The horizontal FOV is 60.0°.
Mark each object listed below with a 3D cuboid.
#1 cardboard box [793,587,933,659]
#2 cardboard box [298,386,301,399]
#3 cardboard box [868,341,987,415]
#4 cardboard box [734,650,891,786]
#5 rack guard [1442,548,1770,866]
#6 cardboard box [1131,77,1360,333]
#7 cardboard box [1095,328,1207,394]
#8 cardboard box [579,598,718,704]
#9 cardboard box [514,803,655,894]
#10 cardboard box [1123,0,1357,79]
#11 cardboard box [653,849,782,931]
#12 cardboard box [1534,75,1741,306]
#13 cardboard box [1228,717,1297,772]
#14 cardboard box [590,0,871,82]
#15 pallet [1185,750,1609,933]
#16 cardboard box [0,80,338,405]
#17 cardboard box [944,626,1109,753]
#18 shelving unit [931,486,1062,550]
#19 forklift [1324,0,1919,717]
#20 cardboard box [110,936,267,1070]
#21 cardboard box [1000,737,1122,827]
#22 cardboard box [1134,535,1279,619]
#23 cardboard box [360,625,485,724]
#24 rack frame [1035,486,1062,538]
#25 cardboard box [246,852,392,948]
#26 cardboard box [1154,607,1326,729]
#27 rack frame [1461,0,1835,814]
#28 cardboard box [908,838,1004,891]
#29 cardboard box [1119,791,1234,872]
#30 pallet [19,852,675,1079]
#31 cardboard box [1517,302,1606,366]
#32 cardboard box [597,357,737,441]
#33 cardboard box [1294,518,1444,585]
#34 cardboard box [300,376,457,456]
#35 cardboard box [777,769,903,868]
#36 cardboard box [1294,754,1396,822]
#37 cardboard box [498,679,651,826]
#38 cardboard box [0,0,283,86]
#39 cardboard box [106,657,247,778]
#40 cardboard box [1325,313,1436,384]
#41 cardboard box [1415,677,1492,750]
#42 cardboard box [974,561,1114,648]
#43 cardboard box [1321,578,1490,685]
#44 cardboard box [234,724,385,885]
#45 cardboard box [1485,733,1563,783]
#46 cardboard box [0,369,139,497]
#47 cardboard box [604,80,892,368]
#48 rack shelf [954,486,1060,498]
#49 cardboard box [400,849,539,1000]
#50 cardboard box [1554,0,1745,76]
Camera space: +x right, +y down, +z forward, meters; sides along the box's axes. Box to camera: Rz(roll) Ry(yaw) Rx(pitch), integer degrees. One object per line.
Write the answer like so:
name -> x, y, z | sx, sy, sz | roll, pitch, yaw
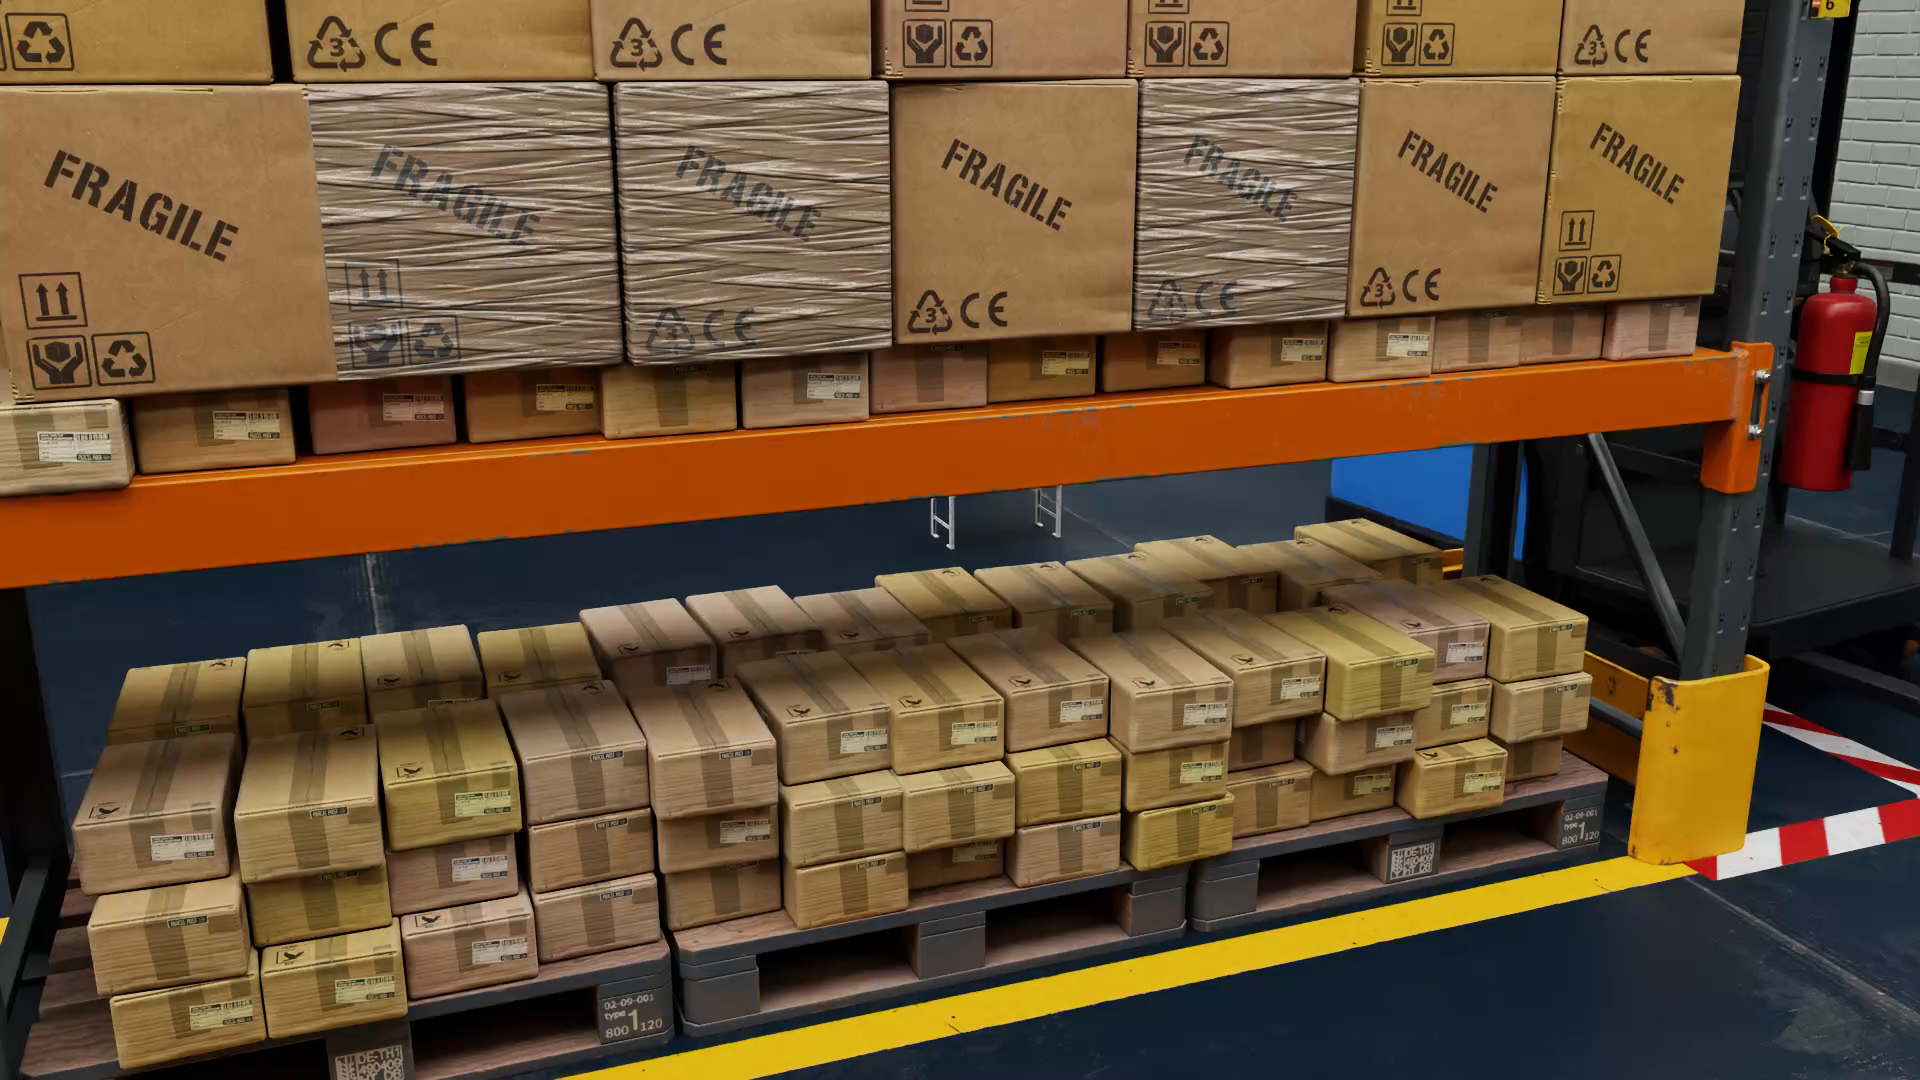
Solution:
cardboard box -> -0.248, 0.254, 4.167 | 0.250, 0.149, 0.380 | -6, 17, -20
cardboard box -> -1.565, -0.400, 3.582 | 0.250, 0.149, 0.380 | -7, 18, -22
cardboard box -> -0.122, -0.382, 3.521 | 0.250, 0.149, 0.380 | -5, 17, -18
cardboard box -> -0.330, 0.389, 3.708 | 0.250, 0.149, 0.380 | -7, 18, -22
rack guard -> 1.714, 0.429, 4.752 | 0.348, 0.500, 1.175 | -6, 17, -20
cardboard box -> 0.505, -0.752, 3.630 | 0.500, 0.500, 0.500 | -6, 17, -20
cardboard box -> 0.348, -0.444, 3.732 | 0.250, 0.149, 0.380 | -7, 18, -22
cardboard box -> -0.766, 0.281, 4.076 | 0.250, 0.149, 0.380 | -7, 18, -23
cardboard box -> -0.825, 0.586, 3.564 | 0.250, 0.149, 0.380 | -7, 18, -23
cardboard box -> 0.492, -1.231, 3.488 | 0.500, 0.500, 0.500 | -5, 17, -17
cardboard box -> -0.575, 0.698, 3.711 | 0.250, 0.149, 0.380 | -7, 18, -22
cardboard box -> 1.458, -0.856, 3.985 | 0.500, 0.500, 0.500 | -6, 17, -19
cardboard box -> 0.622, 0.426, 4.109 | 0.250, 0.149, 0.380 | -6, 18, -21
cardboard box -> -0.481, -1.126, 3.129 | 0.500, 0.500, 0.500 | -6, 17, -19
pallet -> 0.943, 0.640, 4.545 | 1.213, 0.211, 1.003 | -6, 17, -20
cardboard box -> -1.397, -0.550, 2.941 | 0.500, 0.500, 0.500 | -6, 18, -21
cardboard box -> 0.149, 0.341, 3.873 | 0.250, 0.149, 0.380 | -7, 18, -22
shelving unit -> 0.155, -0.592, 6.986 | 0.503, 1.200, 0.258 | -6, 17, -20
forklift -> 2.611, -0.997, 5.290 | 1.130, 2.935, 3.031 | -9, 19, -28
cardboard box -> -1.495, 0.839, 3.232 | 0.250, 0.149, 0.380 | -7, 18, -22
cardboard box -> 0.185, 0.503, 3.849 | 0.250, 0.149, 0.380 | -5, 17, -17
cardboard box -> 0.679, 0.117, 4.635 | 0.250, 0.149, 0.380 | -6, 17, -20
cardboard box -> -1.256, 0.338, 3.881 | 0.250, 0.149, 0.380 | -6, 18, -21
rack frame -> 0.382, -0.617, 7.070 | 0.015, 1.200, 0.240 | -6, 17, -20
cardboard box -> -1.293, 0.647, 3.358 | 0.250, 0.149, 0.380 | -6, 17, -20
cardboard box -> 0.666, 0.302, 4.006 | 0.250, 0.149, 0.380 | -7, 18, -22
rack frame -> 1.785, -0.778, 4.426 | 0.127, 3.000, 1.000 | -6, 17, -20
cardboard box -> -0.080, 0.651, 3.872 | 0.250, 0.149, 0.380 | -6, 17, -19
cardboard box -> 0.445, 0.623, 3.968 | 0.250, 0.149, 0.380 | -7, 18, -23
pallet -> -1.335, 0.886, 3.707 | 1.213, 0.211, 1.003 | -6, 17, -20
cardboard box -> 1.336, -0.536, 4.044 | 0.250, 0.149, 0.380 | -6, 17, -20
cardboard box -> -0.608, -0.317, 3.302 | 0.250, 0.149, 0.380 | -6, 17, -19
cardboard box -> 1.175, 0.066, 4.809 | 0.250, 0.149, 0.380 | -7, 18, -23
cardboard box -> -1.123, -0.283, 3.186 | 0.250, 0.149, 0.380 | -7, 18, -23
cardboard box -> -0.301, 0.556, 3.667 | 0.250, 0.149, 0.380 | -6, 18, -20
cardboard box -> 0.887, 0.552, 4.208 | 0.250, 0.149, 0.380 | -6, 17, -20
cardboard box -> -0.822, 0.443, 3.526 | 0.250, 0.149, 0.380 | -7, 18, -22
cardboard box -> -1.441, -1.027, 2.792 | 0.500, 0.500, 0.500 | -6, 17, -19
cardboard box -> -1.711, 0.401, 3.666 | 0.250, 0.149, 0.380 | -6, 17, -18
cardboard box -> 0.878, -0.474, 3.836 | 0.250, 0.149, 0.380 | -6, 17, -19
cardboard box -> 1.131, 0.386, 4.248 | 0.250, 0.149, 0.380 | -7, 18, -21
cardboard box -> 0.215, 0.189, 4.389 | 0.250, 0.149, 0.380 | -5, 17, -18
cardboard box -> 1.127, 0.233, 4.241 | 0.250, 0.149, 0.380 | -6, 17, -19
cardboard box -> -1.276, 0.513, 3.285 | 0.250, 0.149, 0.380 | -5, 17, -17
cardboard box -> 1.369, 0.496, 4.401 | 0.250, 0.149, 0.380 | -6, 17, -19
cardboard box -> -1.568, -0.197, 2.892 | 0.250, 0.149, 0.380 | -5, 17, -18
cardboard box -> -0.454, -0.643, 3.257 | 0.500, 0.500, 0.500 | -7, 18, -21
rack shelf -> 0.155, -0.301, 7.072 | 0.480, 0.148, 0.258 | -6, 17, -20
cardboard box -> -1.033, 0.773, 3.455 | 0.250, 0.149, 0.380 | -6, 17, -20
cardboard box -> 1.447, -1.337, 3.849 | 0.500, 0.500, 0.500 | -7, 18, -21
